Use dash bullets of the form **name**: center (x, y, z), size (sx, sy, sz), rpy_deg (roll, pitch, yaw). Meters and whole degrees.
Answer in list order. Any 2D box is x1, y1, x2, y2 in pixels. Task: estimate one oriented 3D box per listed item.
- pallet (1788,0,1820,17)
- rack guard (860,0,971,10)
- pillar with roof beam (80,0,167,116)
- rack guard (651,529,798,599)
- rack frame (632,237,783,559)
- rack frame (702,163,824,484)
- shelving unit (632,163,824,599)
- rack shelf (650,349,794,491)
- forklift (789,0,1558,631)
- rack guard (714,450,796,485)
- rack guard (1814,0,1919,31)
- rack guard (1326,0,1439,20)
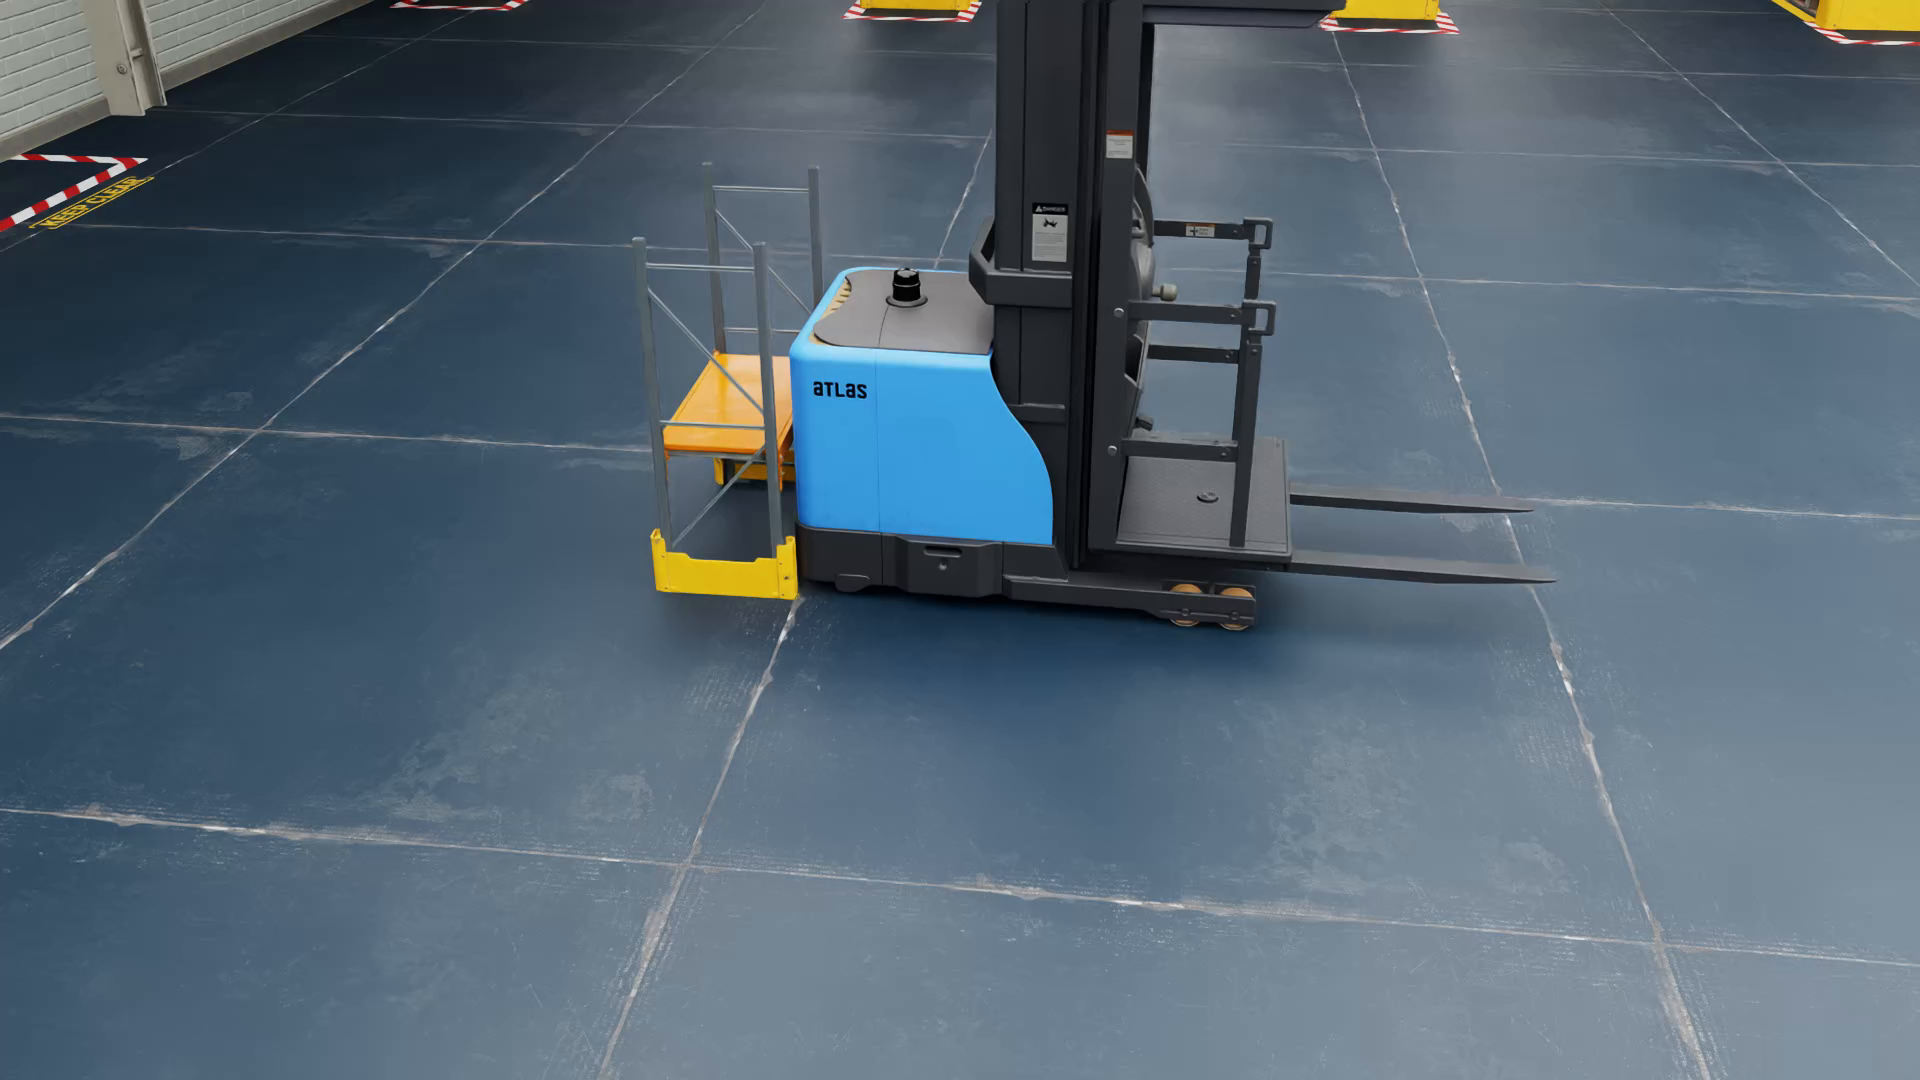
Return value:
- **pallet**: center (9.498, -5.703, 17.613), size (1.003, 0.211, 1.213), rpy_deg (3, 28, 6)
- **rack guard**: center (-0.480, -5.980, 17.823), size (1.175, 0.500, 0.348), rpy_deg (3, 28, 6)
- **pillar with roof beam**: center (-2.630, -7.324, 11.358), size (9.100, 9.000, 0.400), rpy_deg (3, 28, 6)
- **rack guard**: center (-0.962, 0.098, 6.804), size (0.587, 0.250, 0.087), rpy_deg (3, 28, 6)
- **rack frame**: center (-0.964, -0.443, 6.491), size (0.500, 1.500, 0.032), rpy_deg (3, 28, 6)
- **rack frame**: center (-0.844, -0.922, 7.380), size (0.500, 1.500, 0.032), rpy_deg (3, 28, 6)
- **shelving unit**: center (-0.903, -0.687, 6.943), size (0.587, 1.500, 1.083), rpy_deg (3, 28, 6)
- **rack shelf**: center (-0.904, -0.524, 7.021), size (0.538, 0.185, 1.000), rpy_deg (3, 28, 6)
- **forklift**: center (0.888, -1.204, 6.394), size (3.031, 2.935, 1.130), rpy_deg (4, 29, 8)
- **rack guard**: center (-0.844, -0.371, 7.675), size (0.587, 0.250, 0.087), rpy_deg (3, 28, 6)
- **rack guard**: center (9.363, -5.450, 16.839), size (1.175, 0.500, 0.348), rpy_deg (3, 28, 6)
- **rack guard**: center (4.401, -5.740, 17.378), size (1.175, 0.500, 0.348), rpy_deg (3, 28, 6)
